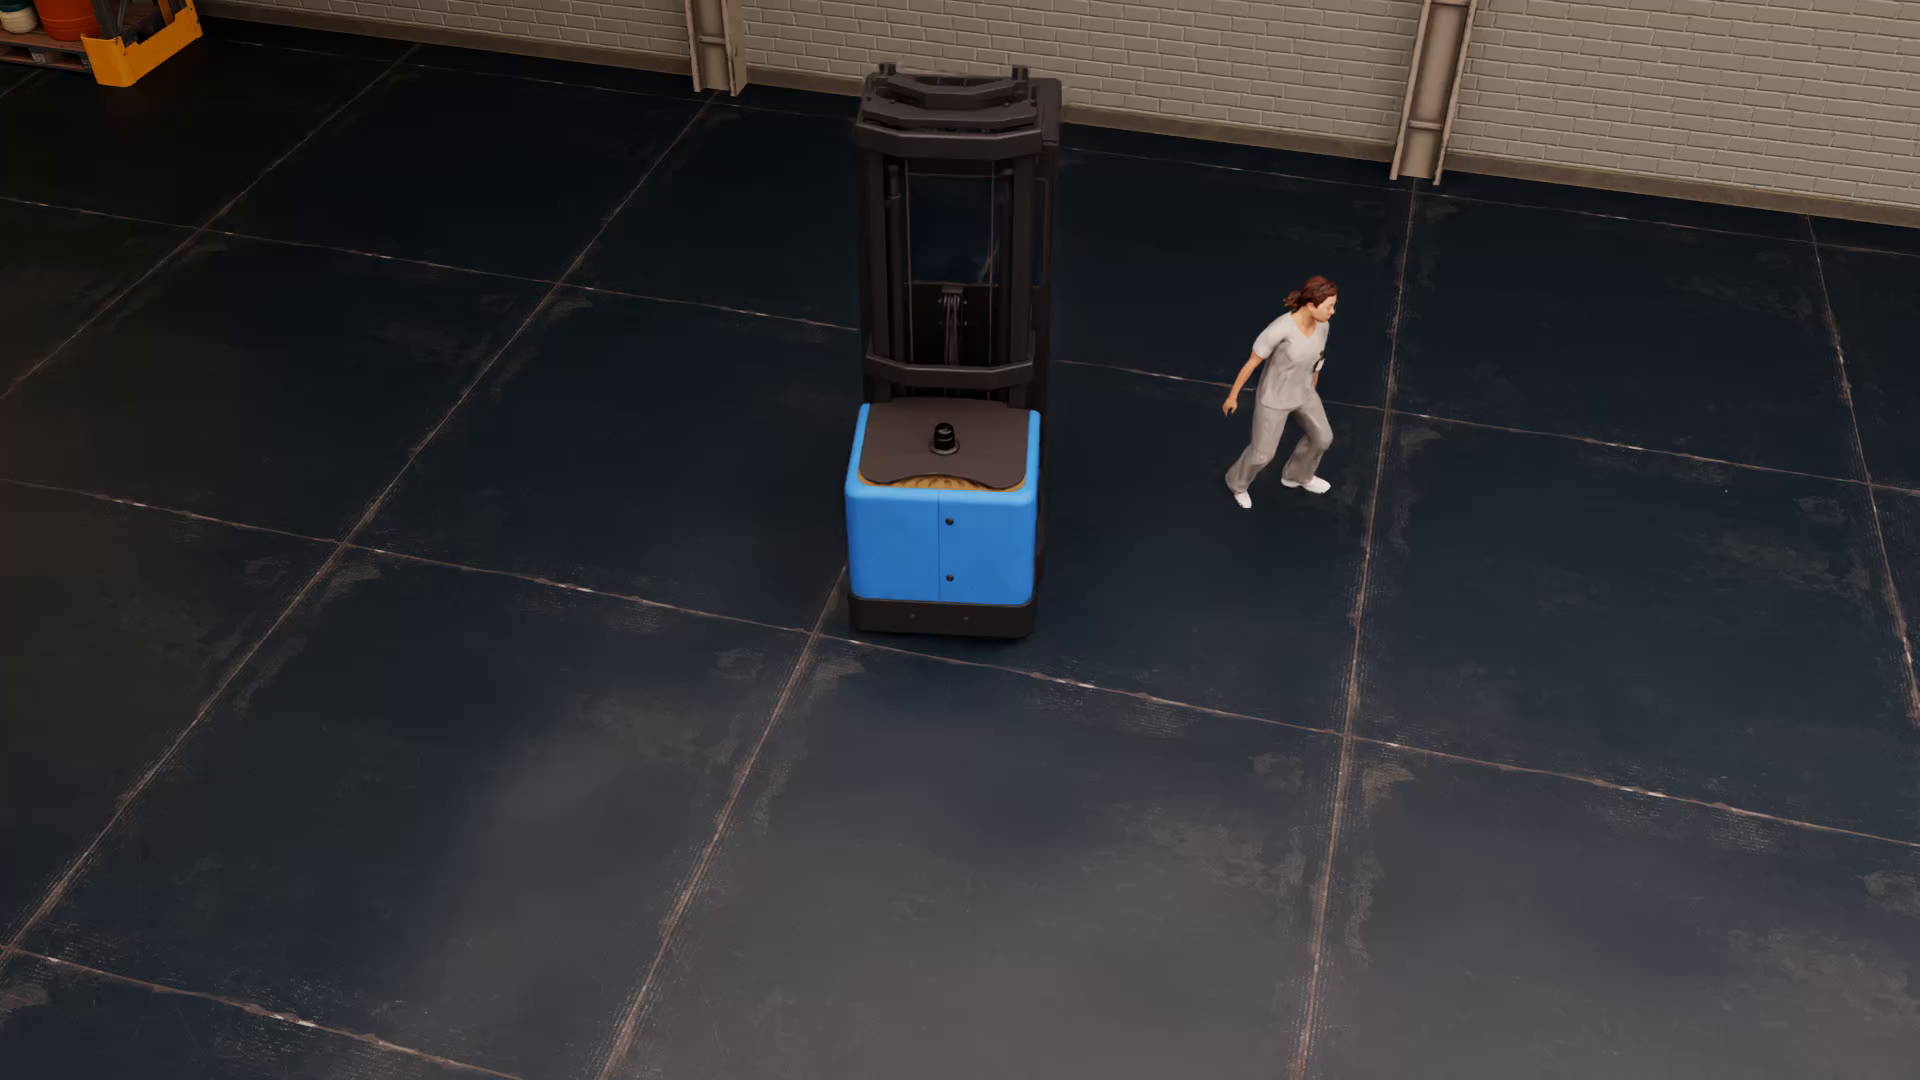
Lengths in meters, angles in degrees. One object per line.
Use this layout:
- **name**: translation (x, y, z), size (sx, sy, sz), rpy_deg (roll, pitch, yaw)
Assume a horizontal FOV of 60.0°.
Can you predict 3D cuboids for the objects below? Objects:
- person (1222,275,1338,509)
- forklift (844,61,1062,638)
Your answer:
- **person**: translation (1.911, -0.877, 9.889), size (0.782, 1.647, 0.444), rpy_deg (-18, 44, -19)
- **forklift**: translation (-0.009, -1.512, 9.587), size (1.130, 2.935, 3.031), rpy_deg (3, 41, 3)
